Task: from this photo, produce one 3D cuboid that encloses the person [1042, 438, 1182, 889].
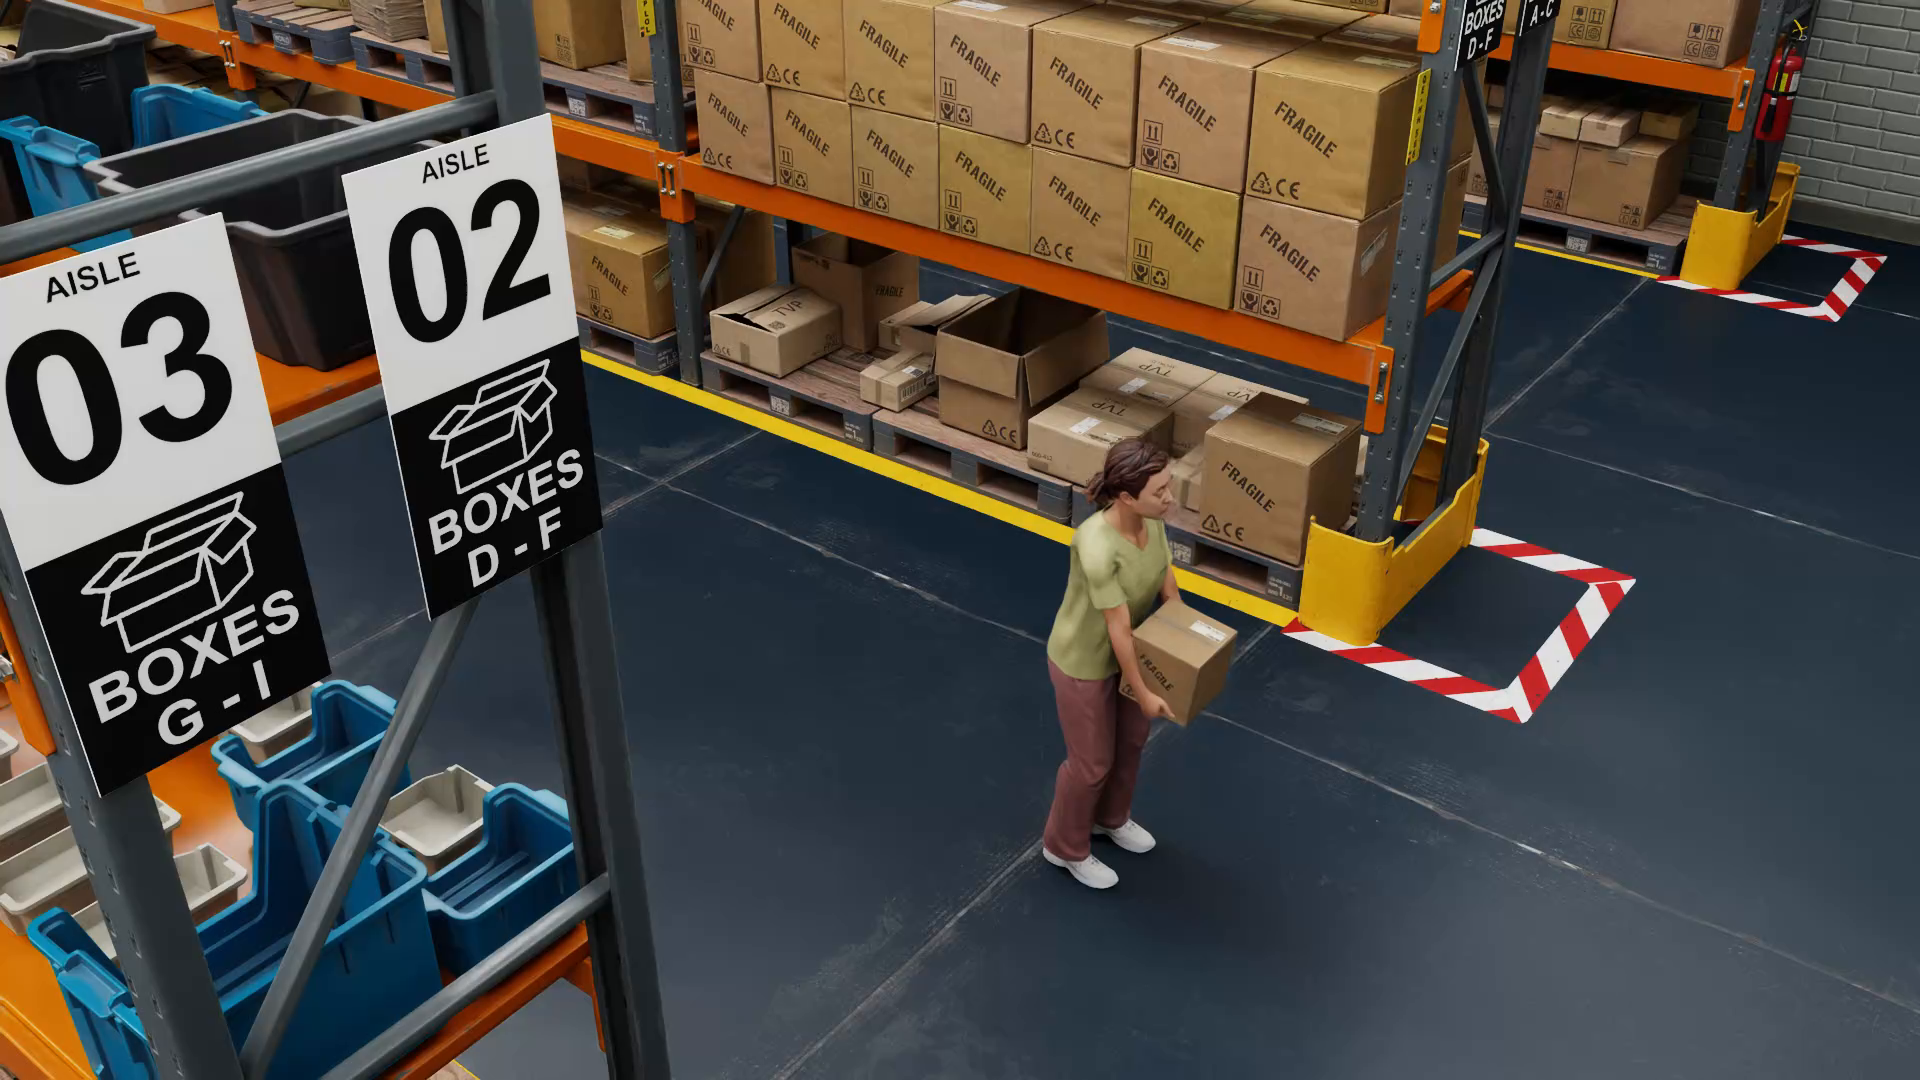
[{"bbox_3d":[0.550,0.421,5.453,0.512,1.661,0.409,21,37,30],"label":"person"}]
